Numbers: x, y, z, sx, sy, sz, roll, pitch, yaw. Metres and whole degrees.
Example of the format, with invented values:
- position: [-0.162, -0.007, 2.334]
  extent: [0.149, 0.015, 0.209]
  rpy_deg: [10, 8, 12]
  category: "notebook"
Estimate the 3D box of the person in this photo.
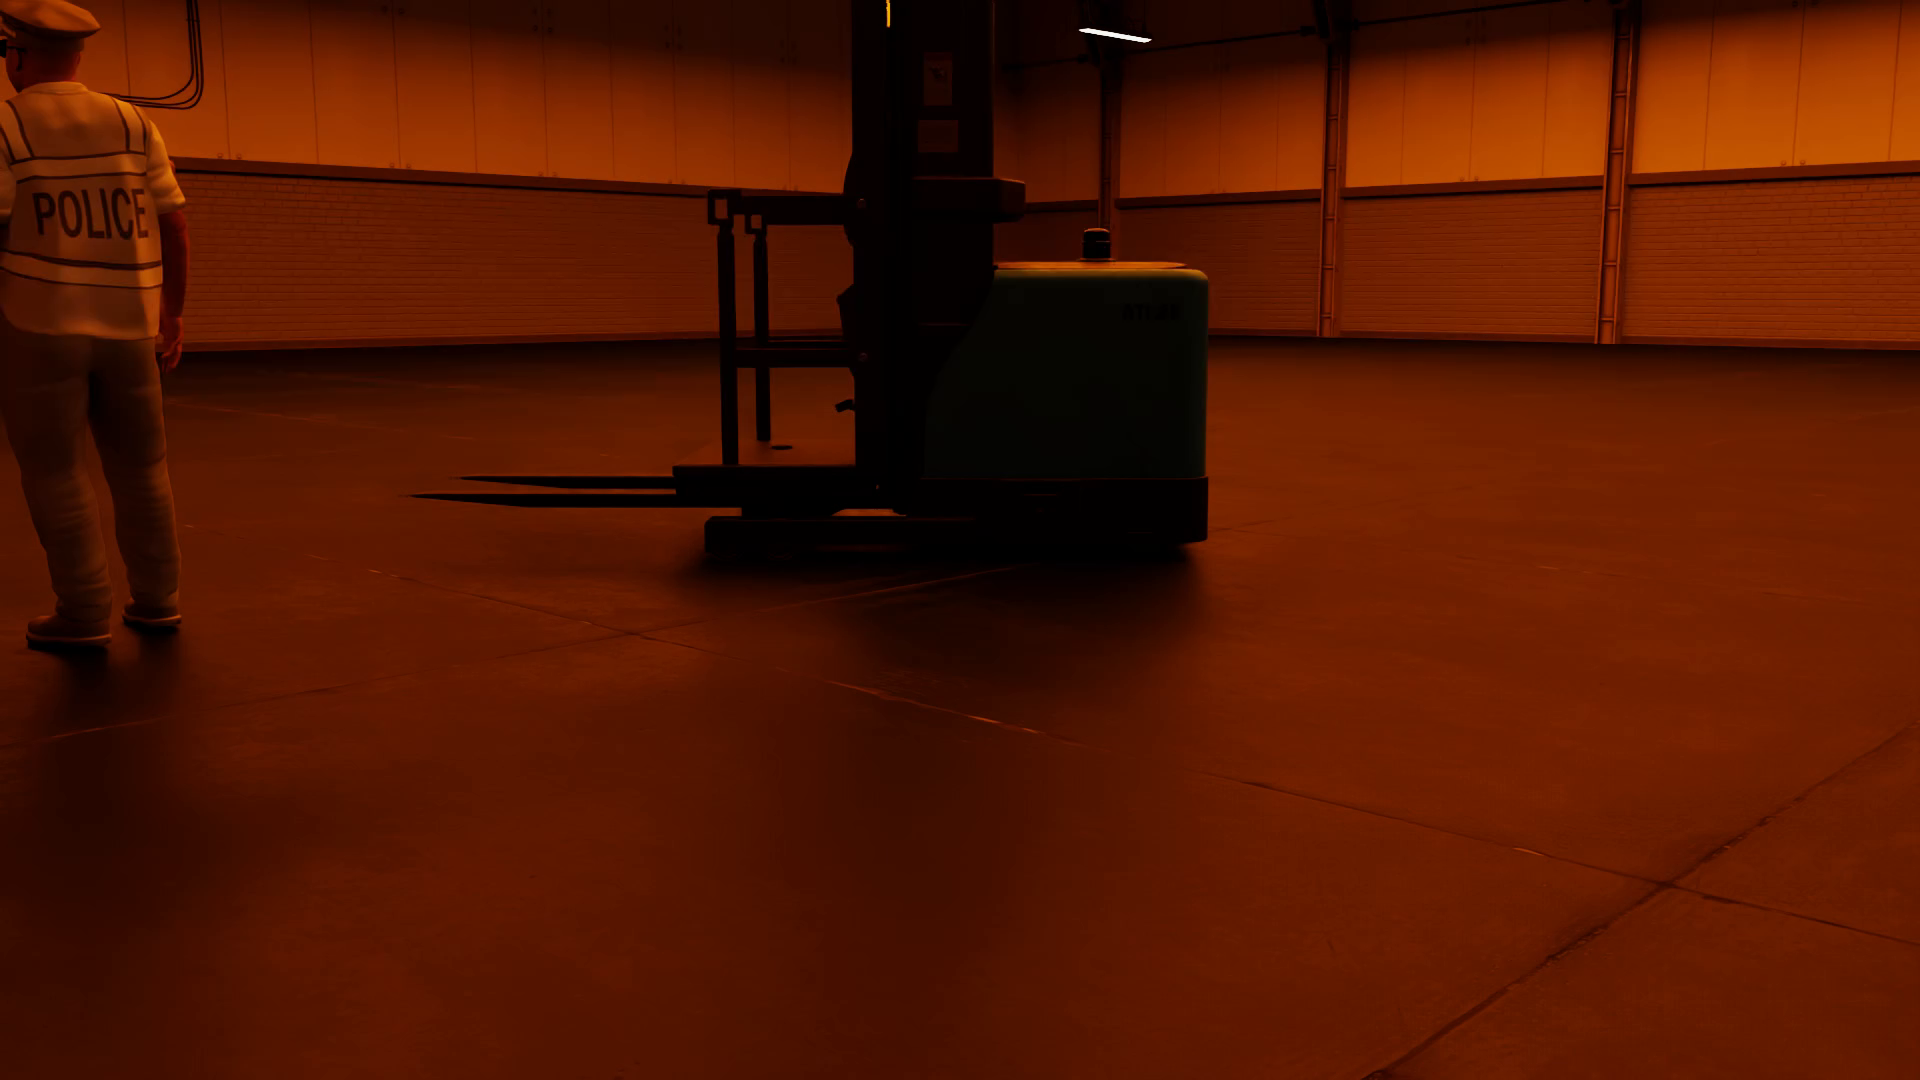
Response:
- position: [-2.494, -0.594, 4.623]
  extent: [0.576, 1.781, 0.636]
  rpy_deg: [7, 11, 40]
  category: "person"

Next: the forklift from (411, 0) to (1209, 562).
- position: [-0.581, -1.447, 6.485]
  extent: [3.031, 2.935, 1.130]
  rpy_deg: [0, 9, 0]
  category: "forklift"
